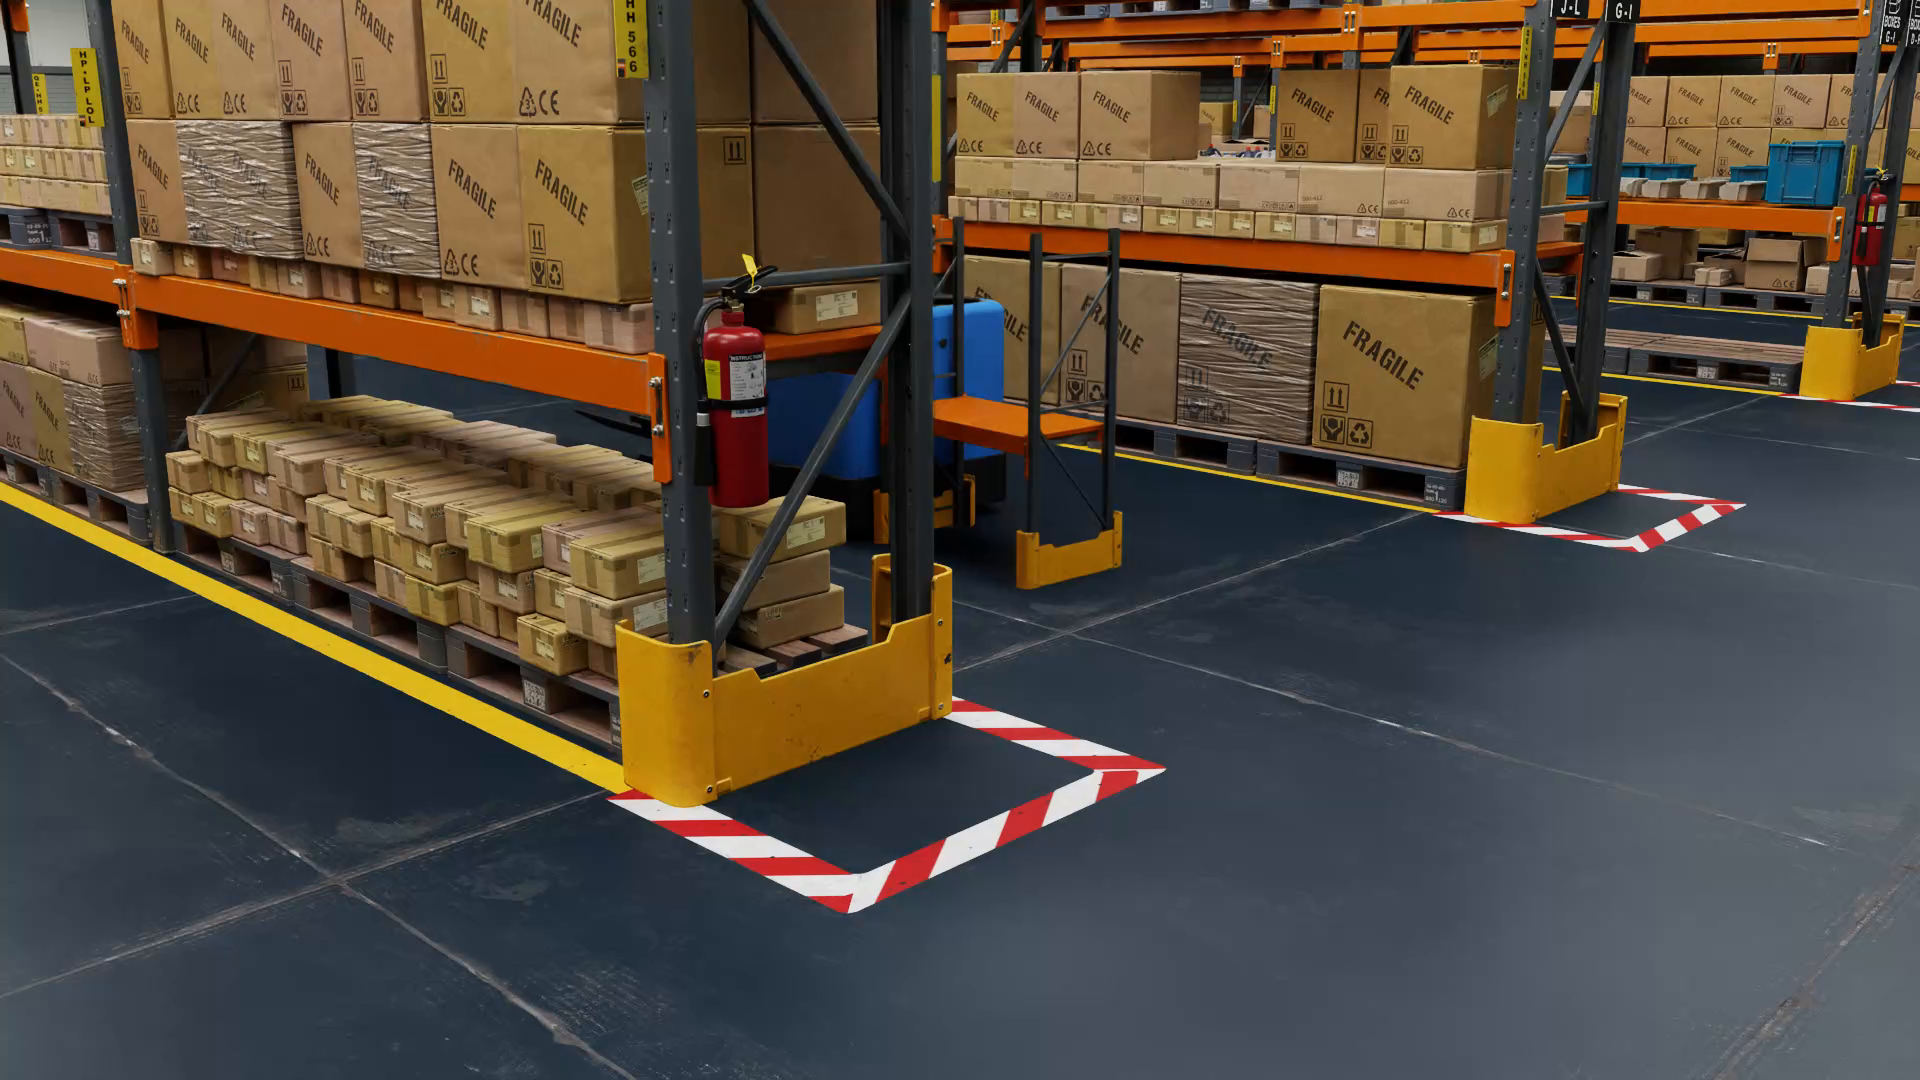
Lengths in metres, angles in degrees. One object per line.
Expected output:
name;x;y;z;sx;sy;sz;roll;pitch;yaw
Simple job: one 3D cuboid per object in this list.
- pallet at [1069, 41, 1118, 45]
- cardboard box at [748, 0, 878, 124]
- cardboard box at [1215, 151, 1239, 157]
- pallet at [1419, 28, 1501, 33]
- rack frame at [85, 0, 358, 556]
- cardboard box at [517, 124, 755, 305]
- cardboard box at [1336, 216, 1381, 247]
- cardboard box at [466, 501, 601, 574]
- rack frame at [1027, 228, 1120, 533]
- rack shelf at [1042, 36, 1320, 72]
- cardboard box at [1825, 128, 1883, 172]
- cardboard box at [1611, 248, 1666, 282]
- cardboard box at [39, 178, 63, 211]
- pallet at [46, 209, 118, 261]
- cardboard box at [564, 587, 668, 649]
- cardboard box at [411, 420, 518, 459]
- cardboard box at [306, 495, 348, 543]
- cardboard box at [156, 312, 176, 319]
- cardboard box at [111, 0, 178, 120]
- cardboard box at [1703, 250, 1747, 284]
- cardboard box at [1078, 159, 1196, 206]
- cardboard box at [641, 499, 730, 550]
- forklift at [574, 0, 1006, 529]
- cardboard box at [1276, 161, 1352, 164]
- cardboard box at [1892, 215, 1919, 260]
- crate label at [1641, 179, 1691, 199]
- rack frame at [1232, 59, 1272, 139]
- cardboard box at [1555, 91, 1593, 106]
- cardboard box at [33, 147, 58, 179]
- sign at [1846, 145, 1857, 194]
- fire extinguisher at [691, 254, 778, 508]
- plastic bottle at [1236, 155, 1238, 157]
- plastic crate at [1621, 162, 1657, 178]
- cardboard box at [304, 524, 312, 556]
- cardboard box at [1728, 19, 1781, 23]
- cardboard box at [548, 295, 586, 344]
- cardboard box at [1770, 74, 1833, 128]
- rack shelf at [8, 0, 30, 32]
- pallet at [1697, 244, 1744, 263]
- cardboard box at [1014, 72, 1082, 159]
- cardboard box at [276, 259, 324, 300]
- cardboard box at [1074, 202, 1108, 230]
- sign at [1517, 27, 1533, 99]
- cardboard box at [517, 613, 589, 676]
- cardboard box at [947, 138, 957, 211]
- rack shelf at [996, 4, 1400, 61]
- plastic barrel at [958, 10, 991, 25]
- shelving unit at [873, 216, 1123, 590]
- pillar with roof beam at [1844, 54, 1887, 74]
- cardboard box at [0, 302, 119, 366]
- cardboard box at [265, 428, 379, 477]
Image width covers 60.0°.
pallet;1.925;-6.765;22.377;1.217;0.209;0.805;13;19;40
cardboard box;-0.613;-1.581;5.279;0.500;0.500;0.500;14;20;42
cardboard box;3.321;-4.844;21.071;0.250;0.149;0.380;14;20;42
pallet;5.871;-5.826;18.768;1.003;0.211;1.213;14;20;42
rack frame;-3.354;-1.478;7.655;0.127;3.000;1.000;14;20;42
cardboard box;-0.977;-1.002;5.041;0.500;0.500;0.500;-14;20;-43
cardboard box;2.187;-1.631;8.741;0.250;0.149;0.380;14;20;42
cardboard box;-1.447;-0.013;5.673;0.250;0.149;0.380;13;20;41
rack frame;0.484;-0.564;7.122;0.500;1.500;0.032;-12;19;-39
rack shelf;2.721;-6.311;21.683;4.000;0.370;1.077;14;20;42
cardboard box;8.677;-3.714;16.038;0.500;0.500;0.500;14;20;43
cardboard box;7.192;-2.957;17.792;0.500;0.311;0.500;14;20;42
cardboard box;-4.323;-1.726;8.274;0.250;0.149;0.380;12;19;39
pallet;-3.803;-1.545;8.294;1.213;0.211;1.003;14;20;42
cardboard box;-1.052;0.214;5.393;0.250;0.149;0.380;13;19;41
cardboard box;-2.130;-0.404;7.176;0.250;0.149;0.380;12;19;40
cardboard box;-2.359;-0.104;6.613;0.250;0.149;0.380;13;20;42
cardboard box;-4.088;-1.104;8.859;0.500;0.250;0.500;-14;20;-43
cardboard box;-3.198;-2.031;7.006;0.500;0.500;0.500;-14;20;-43
cardboard box;8.187;-2.890;17.535;0.500;0.311;0.500;14;20;42
cardboard box;1.049;-2.124;9.844;0.500;0.250;0.500;-14;20;-43
cardboard box;-0.898;-0.069;5.890;0.380;0.149;0.250;-14;20;-43
forklift;-1.107;-1.764;8.888;1.130;2.935;3.031;-12;19;-39
cardboard box;2.145;-2.043;9.532;0.500;0.250;0.500;13;19;40
cardboard box;11.670;-3.723;20.396;0.700;0.500;0.500;-14;20;-43
crate label;5.350;-2.668;12.628;0.243;0.136;0.396;14;20;42
rack frame;4.717;-6.458;26.767;0.127;3.000;1.000;14;20;42
cardboard box;8.494;-6.016;22.755;0.500;0.250;0.500;14;20;43
cardboard box;-4.344;-1.874;8.251;0.250;0.149;0.380;13;19;40
sign;6.109;-2.536;11.391;0.005;0.325;0.100;14;20;42
fire extinguisher;-0.613;-0.432;4.534;0.183;0.674;0.296;14;20;42
plastic bottle;2.538;-3.386;15.232;0.097;0.271;0.097;0;15;0
plastic crate;5.366;-2.893;13.301;0.300;0.233;0.416;14;20;42
cardboard box;-2.473;-0.023;6.892;0.250;0.149;0.380;13;19;40
cardboard box;7.935;-5.231;16.407;0.500;0.250;0.500;14;20;42
cardboard box;-1.058;-0.712;5.215;0.250;0.149;0.380;14;20;42
cardboard box;8.298;-4.286;16.251;0.500;0.500;0.500;-14;20;-42
rack shelf;-4.794;-2.931;8.711;4.000;0.370;1.077;14;20;42
pallet;9.868;-3.830;22.211;1.213;0.211;1.003;14;20;42
cardboard box;0.678;-2.577;10.093;0.500;0.500;0.500;14;20;42
cardboard box;-2.395;-1.026;6.418;0.380;0.149;0.250;-13;20;-42
cardboard box;0.898;-1.944;9.944;0.250;0.149;0.380;13;20;41
sign;2.654;-2.239;7.811;0.005;0.325;0.100;14;20;42
cardboard box;-1.254;0.318;5.585;0.380;0.149;0.250;-14;20;-42
cardboard box;-0.365;-2.441;11.154;0.500;0.500;0.500;14;20;42
rack shelf;2.160;-4.713;15.548;4.000;0.370;1.077;14;20;42
plastic barrel;0.279;-5.837;17.441;0.600;0.901;0.600;0;15;0
shelving unit;0.158;-0.659;7.489;0.587;1.500;1.083;-12;19;-39
pillar with roof beam;8.592;-7.214;17.771;0.400;9.000;9.100;14;20;42
cardboard box;-4.817;-1.101;8.847;0.500;0.250;0.500;13;19;40
cardboard box;-2.673;-0.356;6.990;0.250;0.149;0.380;13;19;41
